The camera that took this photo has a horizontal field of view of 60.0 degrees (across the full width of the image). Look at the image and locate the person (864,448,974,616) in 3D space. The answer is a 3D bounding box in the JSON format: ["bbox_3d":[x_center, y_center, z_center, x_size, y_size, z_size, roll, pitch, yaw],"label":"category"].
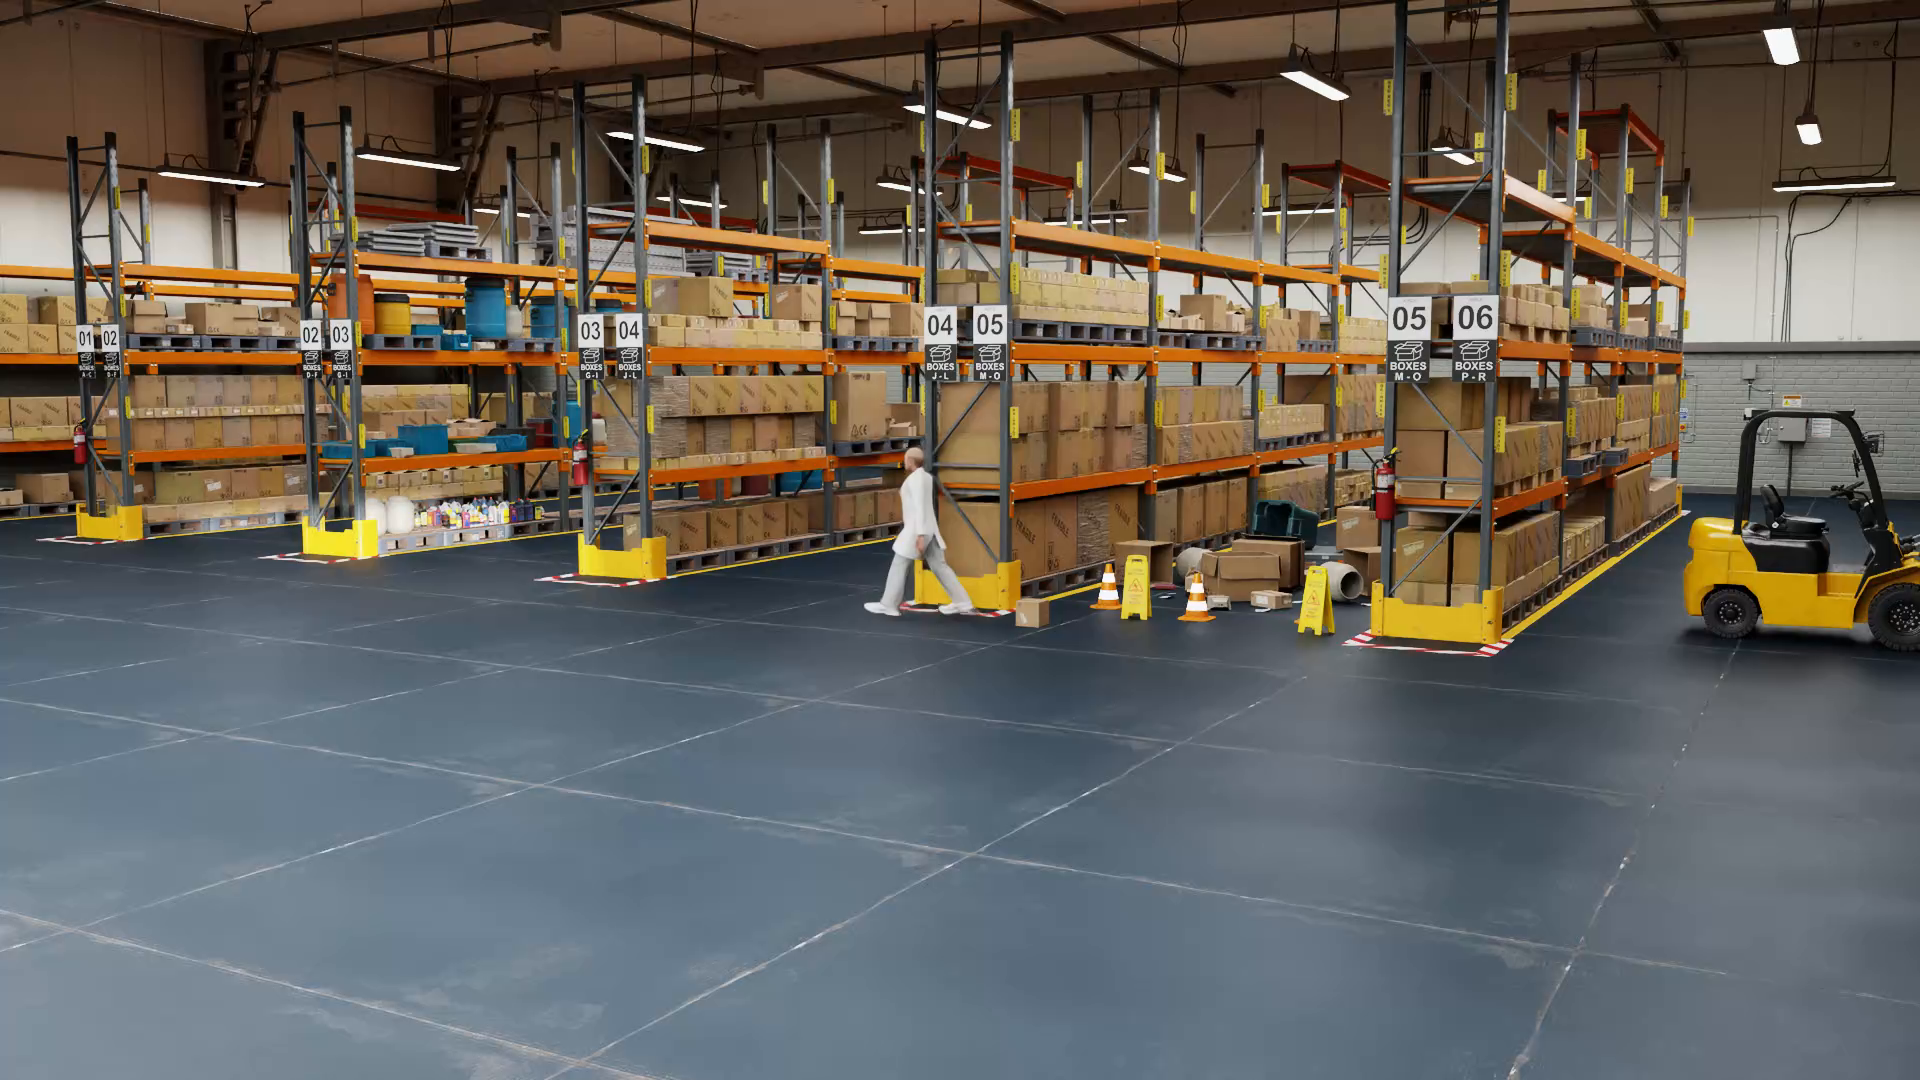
[{"bbox_3d":[-0.401,-0.077,16.917,1.151,1.726,0.612,3,6,24],"label":"person"}]
